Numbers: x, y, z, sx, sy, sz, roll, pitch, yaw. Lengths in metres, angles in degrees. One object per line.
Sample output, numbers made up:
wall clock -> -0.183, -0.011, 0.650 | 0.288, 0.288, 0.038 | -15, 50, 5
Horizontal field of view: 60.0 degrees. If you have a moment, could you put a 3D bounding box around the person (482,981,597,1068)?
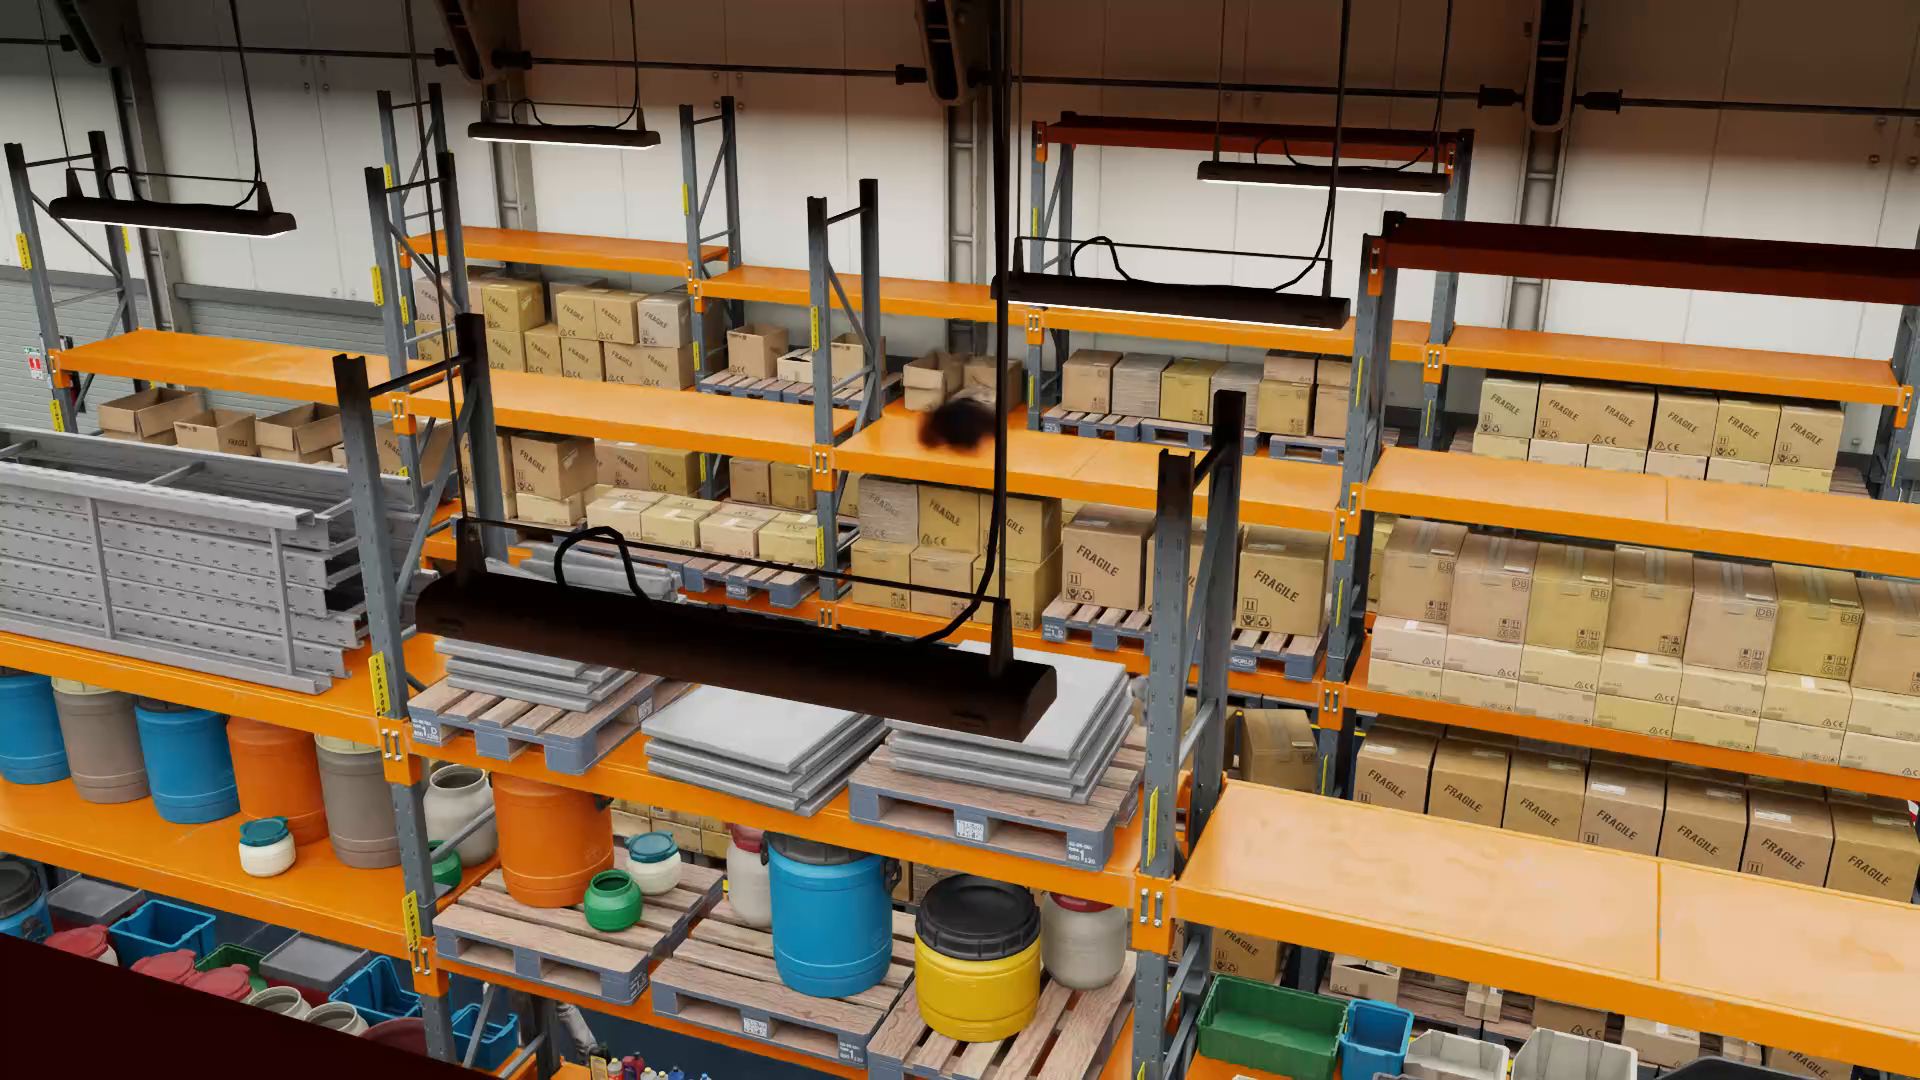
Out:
person -> -3.054, 3.052, 11.776 | 0.722, 1.764, 0.962 | -17, 26, -37

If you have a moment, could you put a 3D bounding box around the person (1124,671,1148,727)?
person -> 1.665, 1.837, 15.357 | 0.733, 1.602, 0.541 | 10, 23, 25
